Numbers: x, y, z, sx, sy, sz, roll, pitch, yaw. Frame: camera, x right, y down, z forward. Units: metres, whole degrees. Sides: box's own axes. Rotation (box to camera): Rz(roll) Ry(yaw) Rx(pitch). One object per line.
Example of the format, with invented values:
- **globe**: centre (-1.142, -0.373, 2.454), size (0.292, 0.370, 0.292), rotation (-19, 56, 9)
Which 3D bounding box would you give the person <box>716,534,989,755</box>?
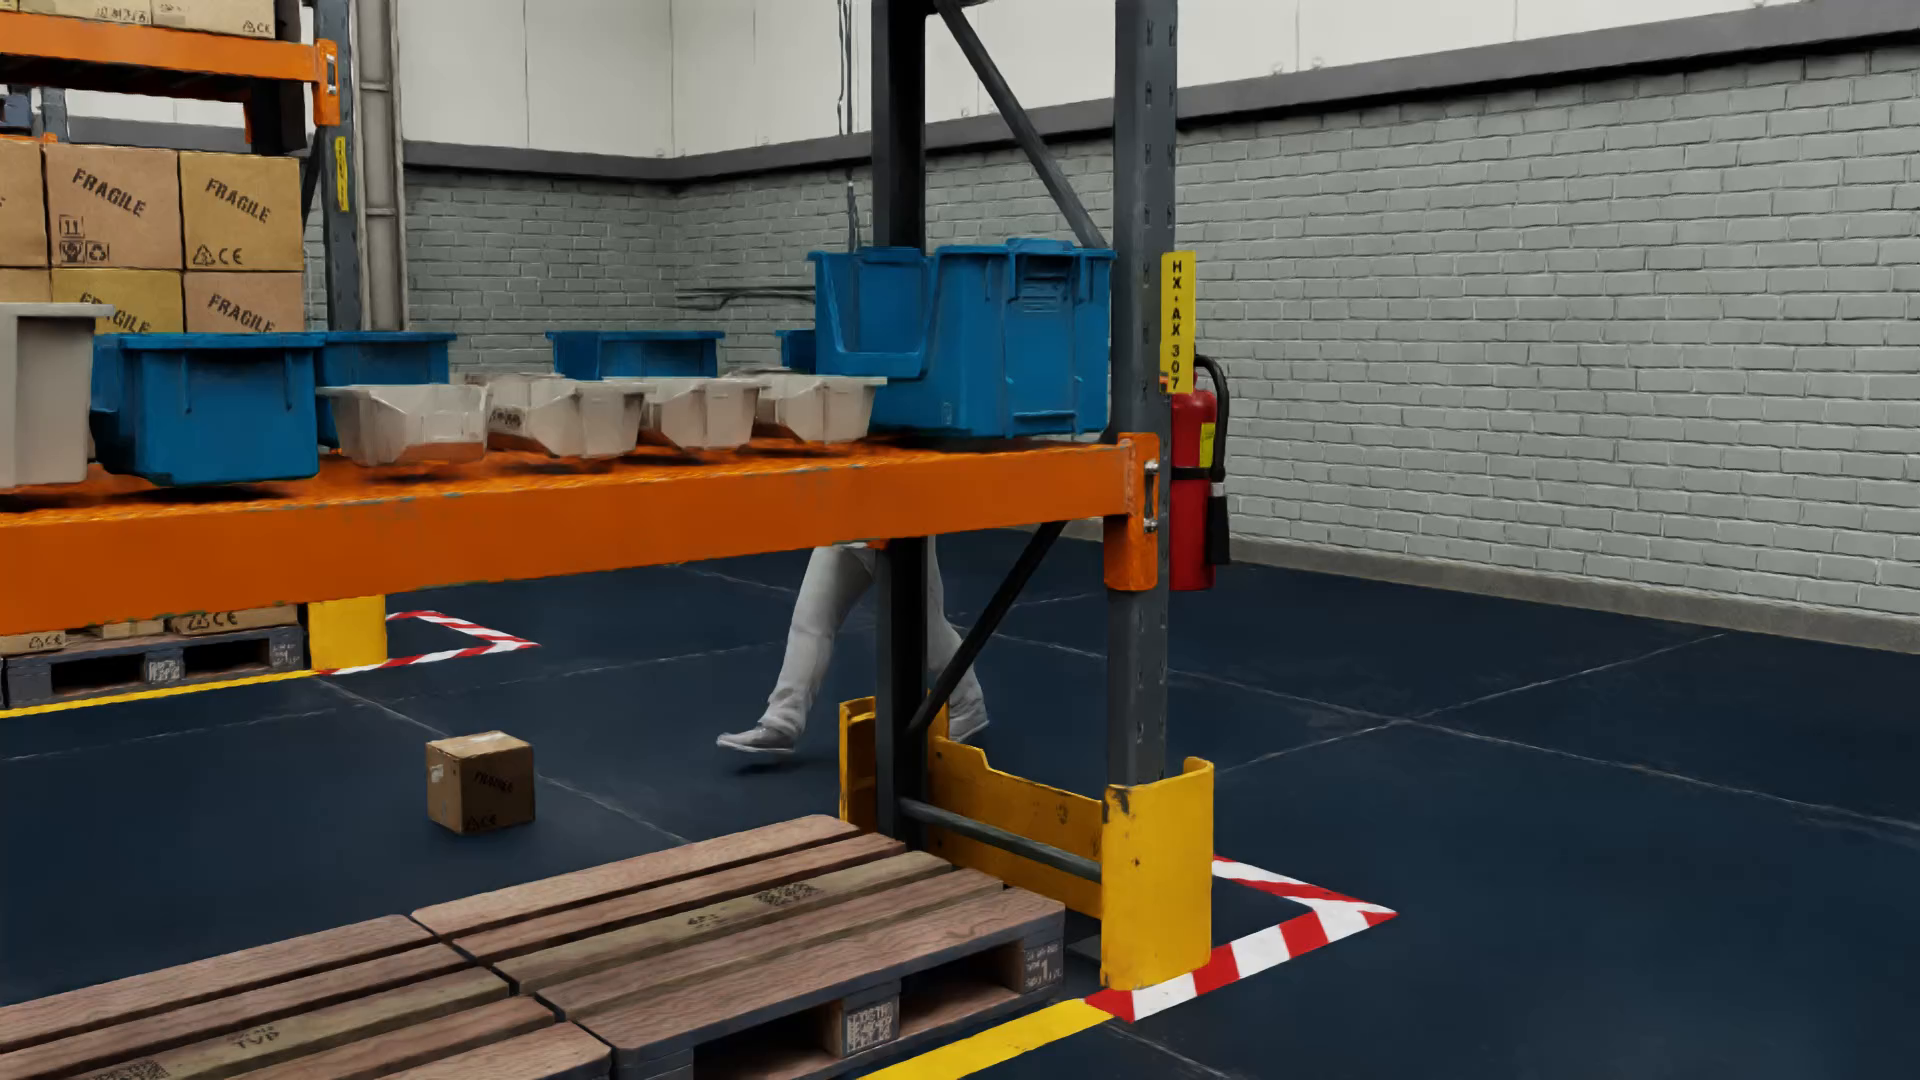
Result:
- **person**: centre (-0.341, -0.017, 5.953), size (1.046, 1.586, 0.487), rotation (-6, 10, -39)
